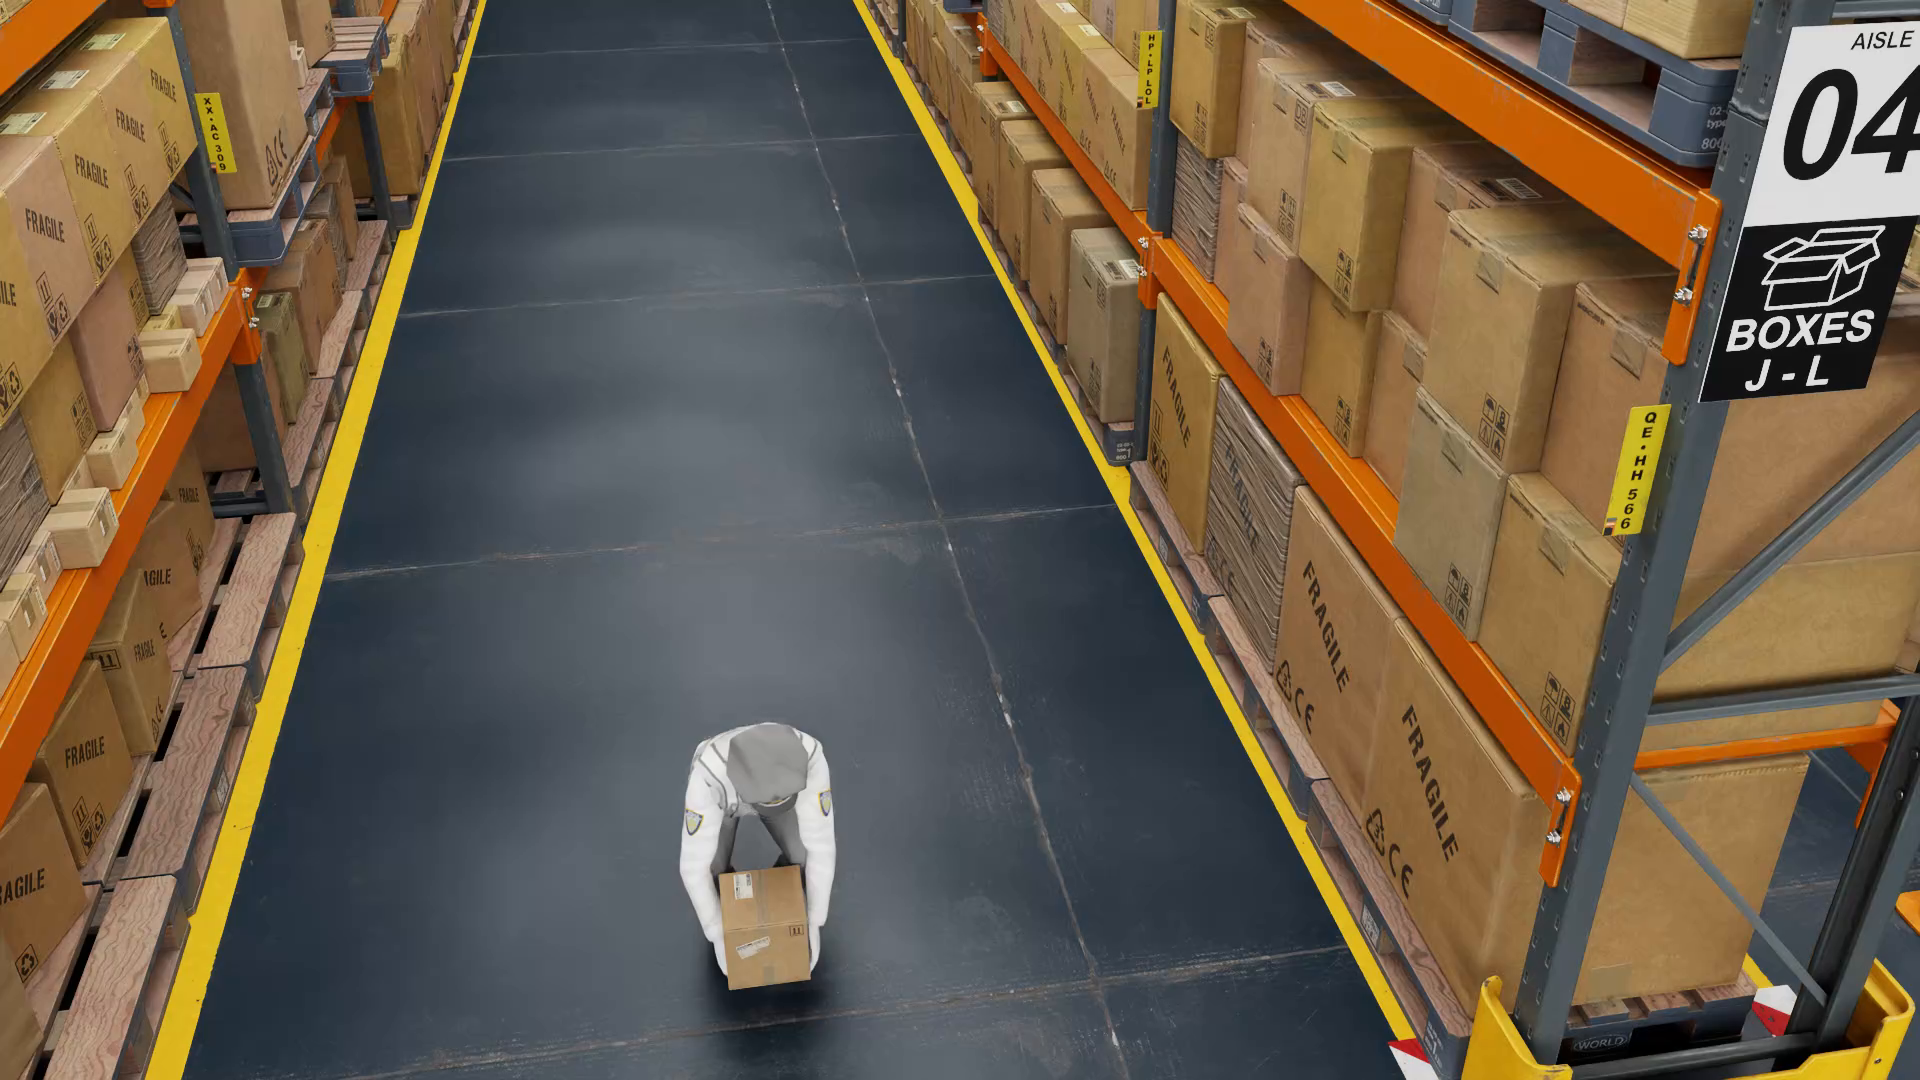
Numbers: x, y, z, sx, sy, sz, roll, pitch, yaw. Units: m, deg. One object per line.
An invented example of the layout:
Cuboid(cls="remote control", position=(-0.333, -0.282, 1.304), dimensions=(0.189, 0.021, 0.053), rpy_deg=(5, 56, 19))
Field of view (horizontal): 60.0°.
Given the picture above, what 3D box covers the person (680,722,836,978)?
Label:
Cuboid(cls="person", position=(-0.660, 0.891, 5.341), dimensions=(0.491, 0.959, 0.838), rpy_deg=(-5, 31, -9))
